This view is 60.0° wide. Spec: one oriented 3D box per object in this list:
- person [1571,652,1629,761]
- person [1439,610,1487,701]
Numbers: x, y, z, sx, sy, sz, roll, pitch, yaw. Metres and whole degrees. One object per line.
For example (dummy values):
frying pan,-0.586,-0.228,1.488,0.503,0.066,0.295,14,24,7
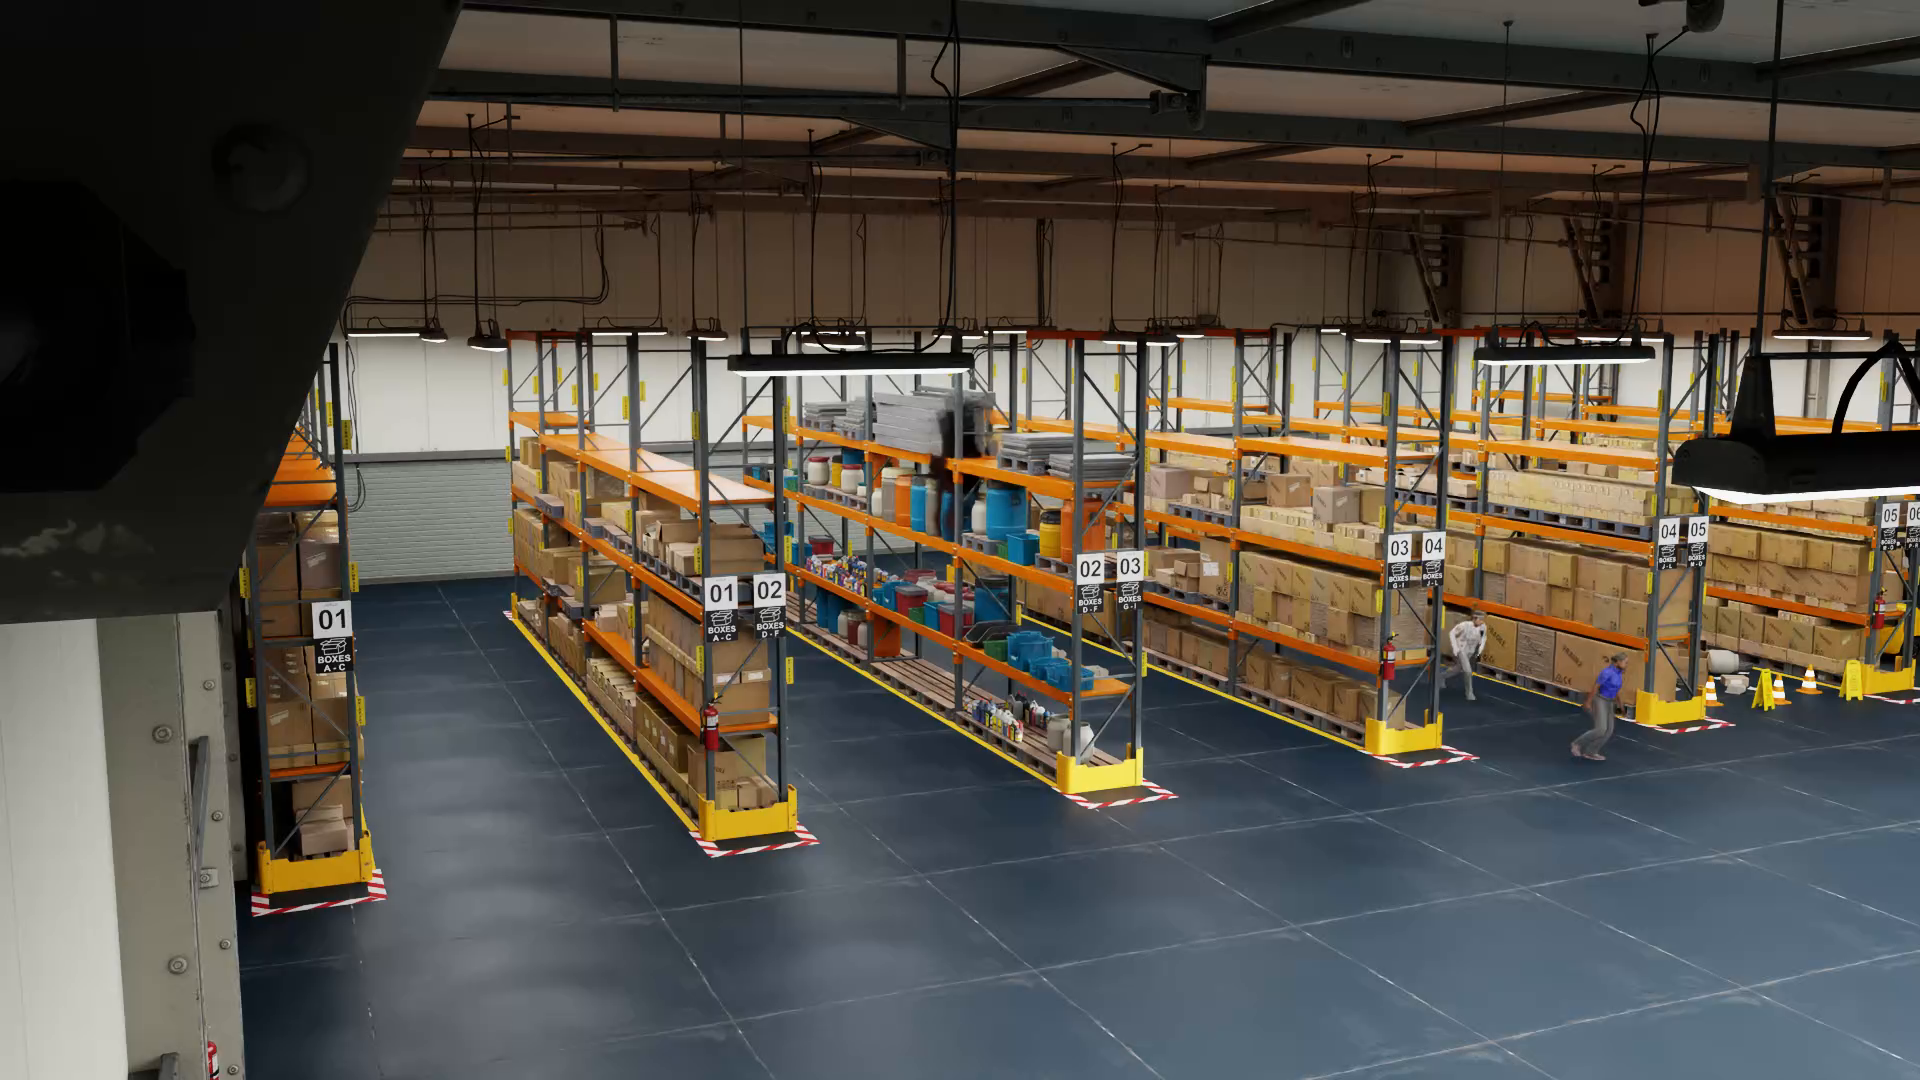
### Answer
person,9.085,2.349,23.586,0.721,1.572,0.612,-7,11,-43
person,8.331,1.853,27.596,0.610,1.523,1.033,-3,8,-20
